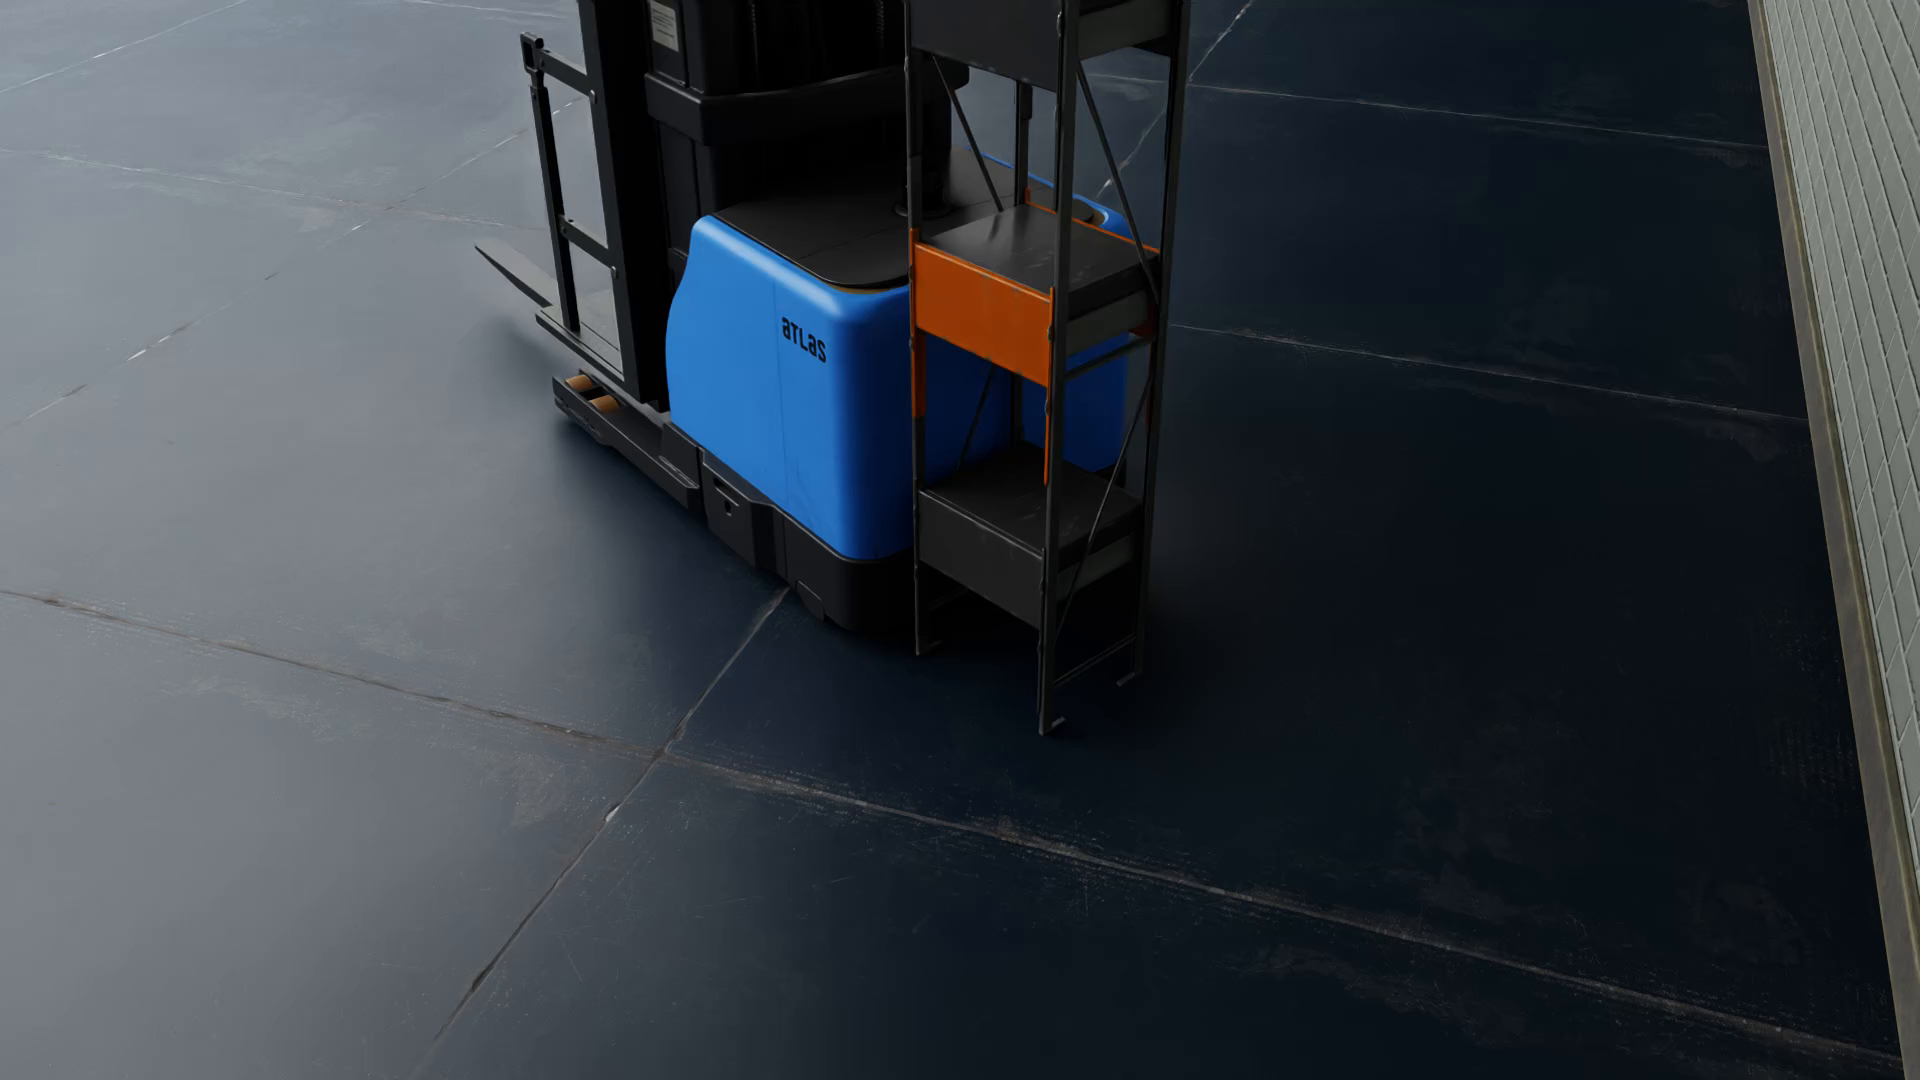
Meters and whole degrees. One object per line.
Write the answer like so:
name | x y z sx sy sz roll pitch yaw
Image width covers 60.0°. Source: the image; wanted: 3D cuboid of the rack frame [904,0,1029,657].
rack frame | 0.024 -0.626 4.283 0.400 2.100 0.015 -27 42 -35

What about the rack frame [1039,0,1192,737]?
rack frame | 0.361 -0.434 3.987 0.400 2.100 0.015 -27 42 -35

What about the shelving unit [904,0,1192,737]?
shelving unit | 0.192 -0.530 4.135 0.431 2.100 0.503 -27 42 -35

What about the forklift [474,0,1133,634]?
forklift | -0.779 -1.708 5.193 1.130 2.935 3.031 -22 39 -31

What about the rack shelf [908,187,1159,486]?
rack shelf | 0.192 -0.519 4.143 0.431 0.518 0.480 -27 42 -35

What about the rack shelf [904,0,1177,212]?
rack shelf | 0.192 -1.107 3.763 0.431 0.518 0.480 -27 42 -35

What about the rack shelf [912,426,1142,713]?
rack shelf | 0.192 0.070 4.522 0.431 0.518 0.480 -27 42 -35
